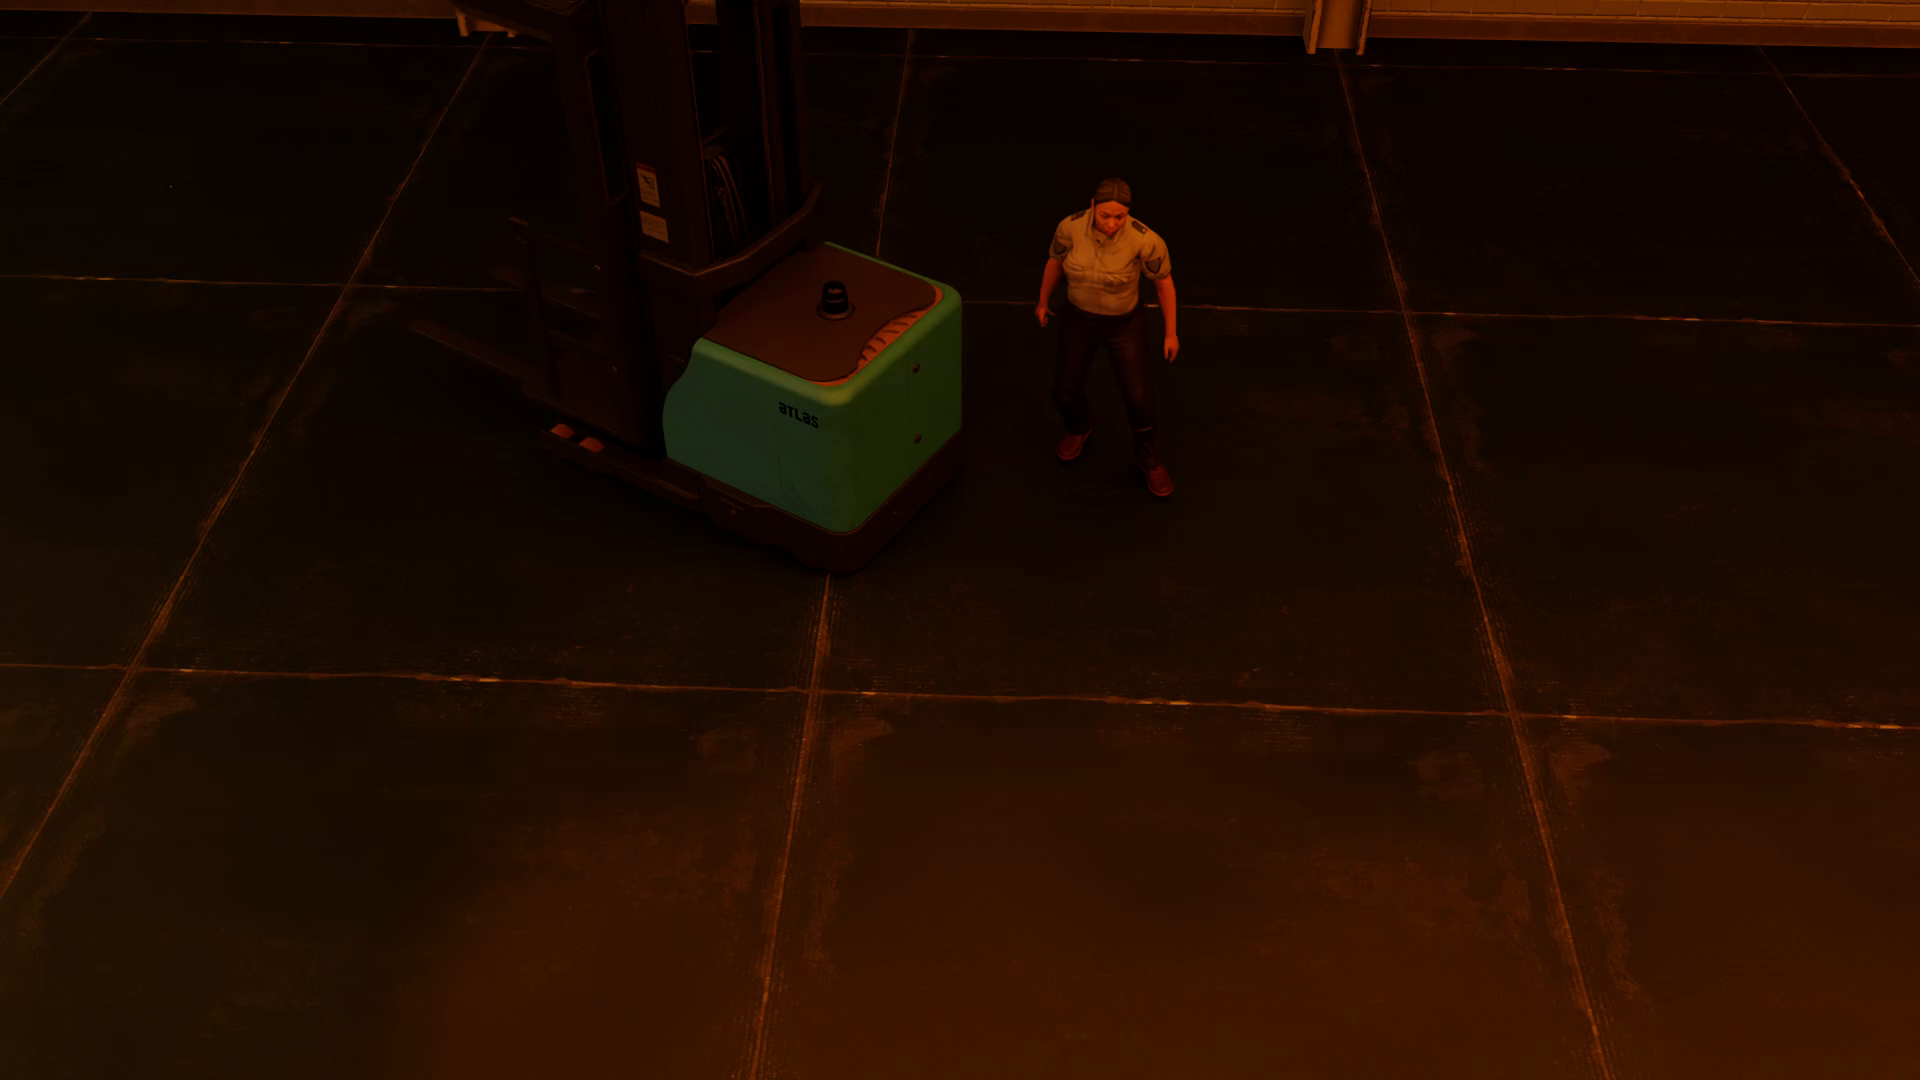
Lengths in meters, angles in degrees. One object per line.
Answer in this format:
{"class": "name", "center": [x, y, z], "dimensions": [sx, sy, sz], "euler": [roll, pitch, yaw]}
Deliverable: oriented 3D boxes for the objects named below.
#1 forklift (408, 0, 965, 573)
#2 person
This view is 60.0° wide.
{"class": "forklift", "center": [-1.490, -1.700, 7.605], "dimensions": [3.031, 2.935, 1.130], "euler": [24, 47, 24]}
{"class": "person", "center": [0.714, -0.993, 7.815], "dimensions": [0.796, 1.608, 0.377], "euler": [14, 44, 15]}
